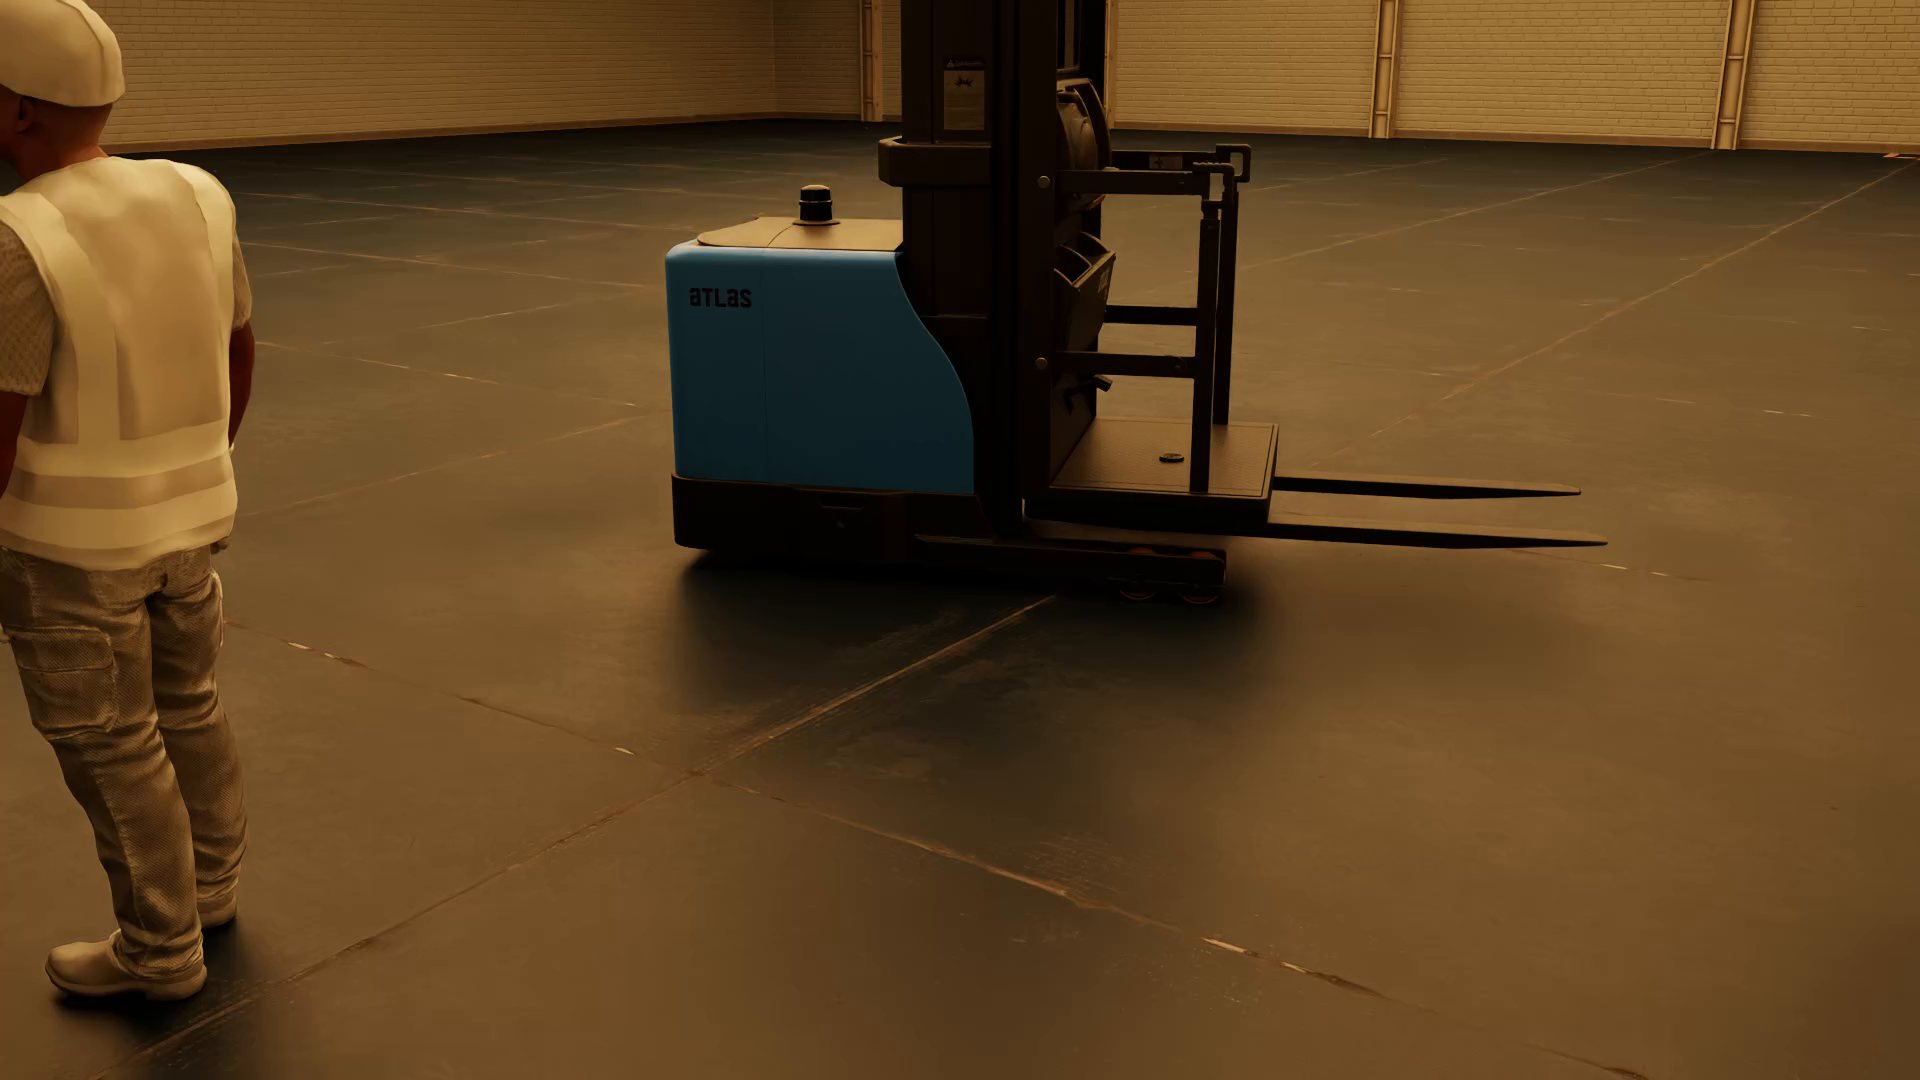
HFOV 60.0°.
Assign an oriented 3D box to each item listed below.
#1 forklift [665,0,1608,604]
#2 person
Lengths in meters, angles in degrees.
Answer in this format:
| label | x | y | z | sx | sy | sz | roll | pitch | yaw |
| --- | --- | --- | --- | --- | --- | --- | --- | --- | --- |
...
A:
| label | x | y | z | sx | sy | sz | roll | pitch | yaw |
| --- | --- | --- | --- | --- | --- | --- | --- | --- | --- |
| forklift | 0.595 | -1.367 | 5.404 | 3.031 | 2.935 | 1.130 | 4 | 17 | 12 |
| person | -1.544 | -0.027 | 2.902 | 0.576 | 1.785 | 0.655 | 5 | 17 | 16 |
